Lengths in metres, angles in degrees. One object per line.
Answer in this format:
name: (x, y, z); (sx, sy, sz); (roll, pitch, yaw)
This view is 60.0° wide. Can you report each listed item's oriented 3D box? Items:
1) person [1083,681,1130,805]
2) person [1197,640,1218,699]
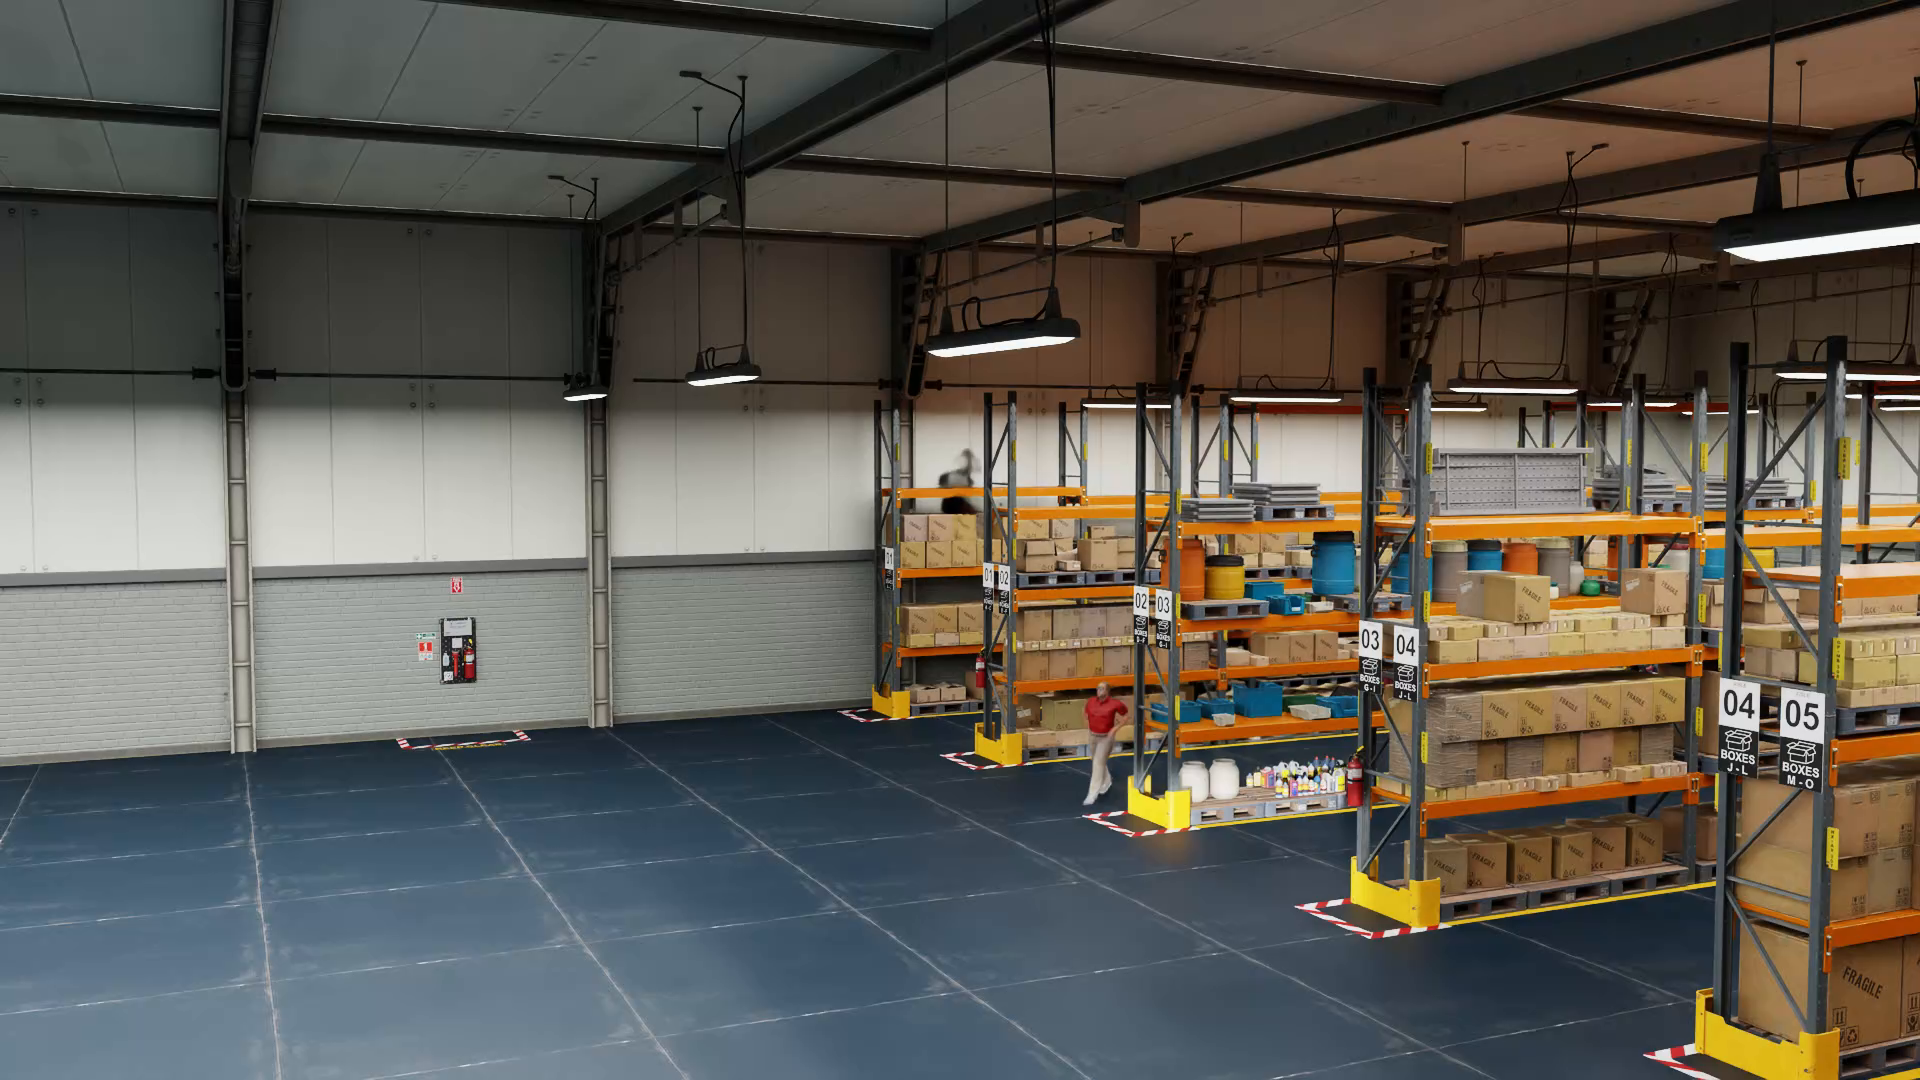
person: (2.078, 2.917, 24.014); (0.662, 1.788, 0.816); (3, 4, 42)
person: (4.448, 2.496, 30.729); (0.811, 1.834, 0.672); (-1, 4, -22)
